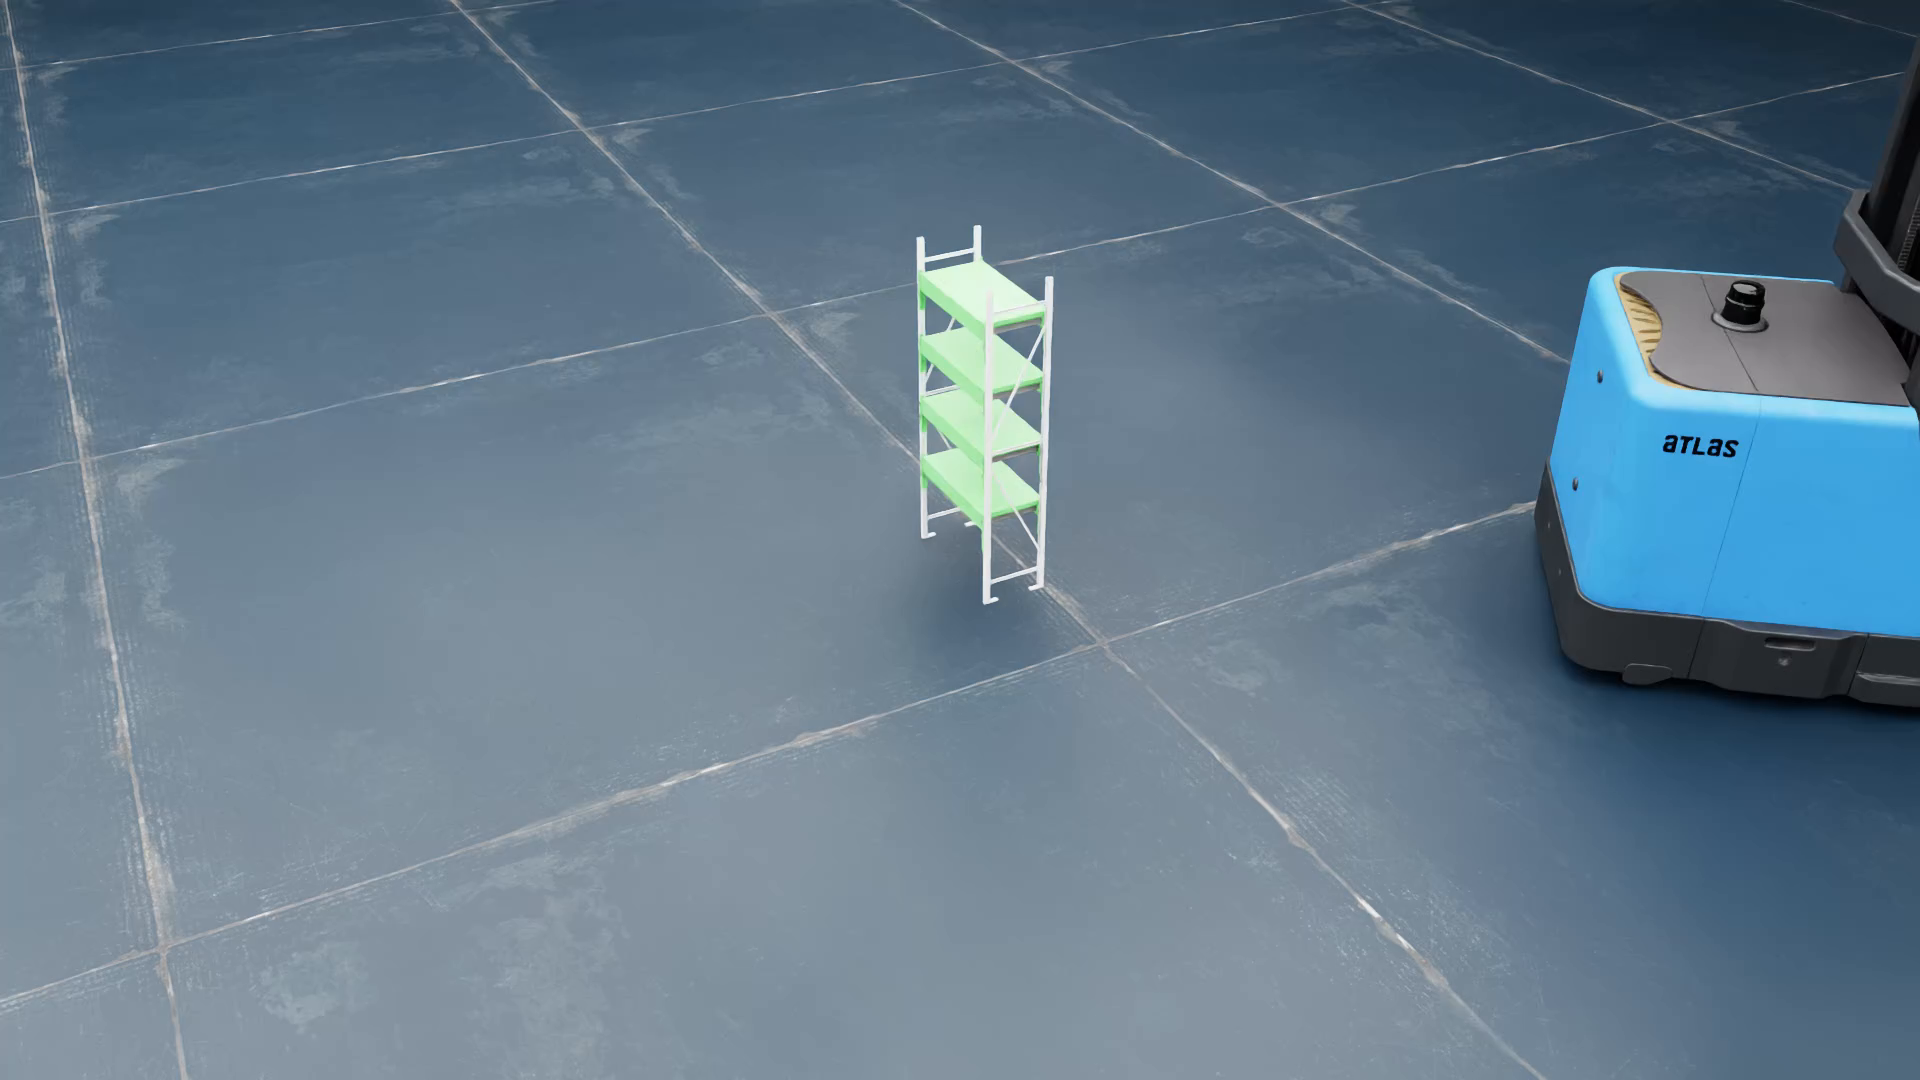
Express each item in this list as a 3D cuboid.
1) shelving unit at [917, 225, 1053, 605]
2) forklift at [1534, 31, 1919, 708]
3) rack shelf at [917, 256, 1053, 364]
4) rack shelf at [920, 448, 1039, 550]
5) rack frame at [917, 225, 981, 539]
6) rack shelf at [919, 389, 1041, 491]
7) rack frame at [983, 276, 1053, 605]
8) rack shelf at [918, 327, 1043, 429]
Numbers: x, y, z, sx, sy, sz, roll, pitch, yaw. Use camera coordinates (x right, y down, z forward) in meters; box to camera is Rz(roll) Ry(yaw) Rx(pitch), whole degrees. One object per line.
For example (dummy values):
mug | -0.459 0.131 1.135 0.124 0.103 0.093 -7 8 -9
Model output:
shelving unit | 0.077 -0.426 5.803 0.258 1.200 0.503 -16 36 -23
forklift | 3.575 -0.892 4.925 3.031 2.935 1.130 5 33 8
rack shelf | 0.077 -0.777 5.579 0.258 0.148 0.480 -16 36 -23
rack shelf | 0.077 -0.170 5.967 0.258 0.148 0.480 -16 36 -23
rack frame | -0.037 -0.543 5.985 0.240 1.200 0.015 -16 36 -23
rack shelf | 0.077 -0.372 5.837 0.258 0.148 0.480 -16 36 -23
rack frame | 0.191 -0.310 5.621 0.240 1.200 0.015 -16 36 -23
rack shelf | 0.077 -0.574 5.708 0.258 0.148 0.480 -16 36 -23
